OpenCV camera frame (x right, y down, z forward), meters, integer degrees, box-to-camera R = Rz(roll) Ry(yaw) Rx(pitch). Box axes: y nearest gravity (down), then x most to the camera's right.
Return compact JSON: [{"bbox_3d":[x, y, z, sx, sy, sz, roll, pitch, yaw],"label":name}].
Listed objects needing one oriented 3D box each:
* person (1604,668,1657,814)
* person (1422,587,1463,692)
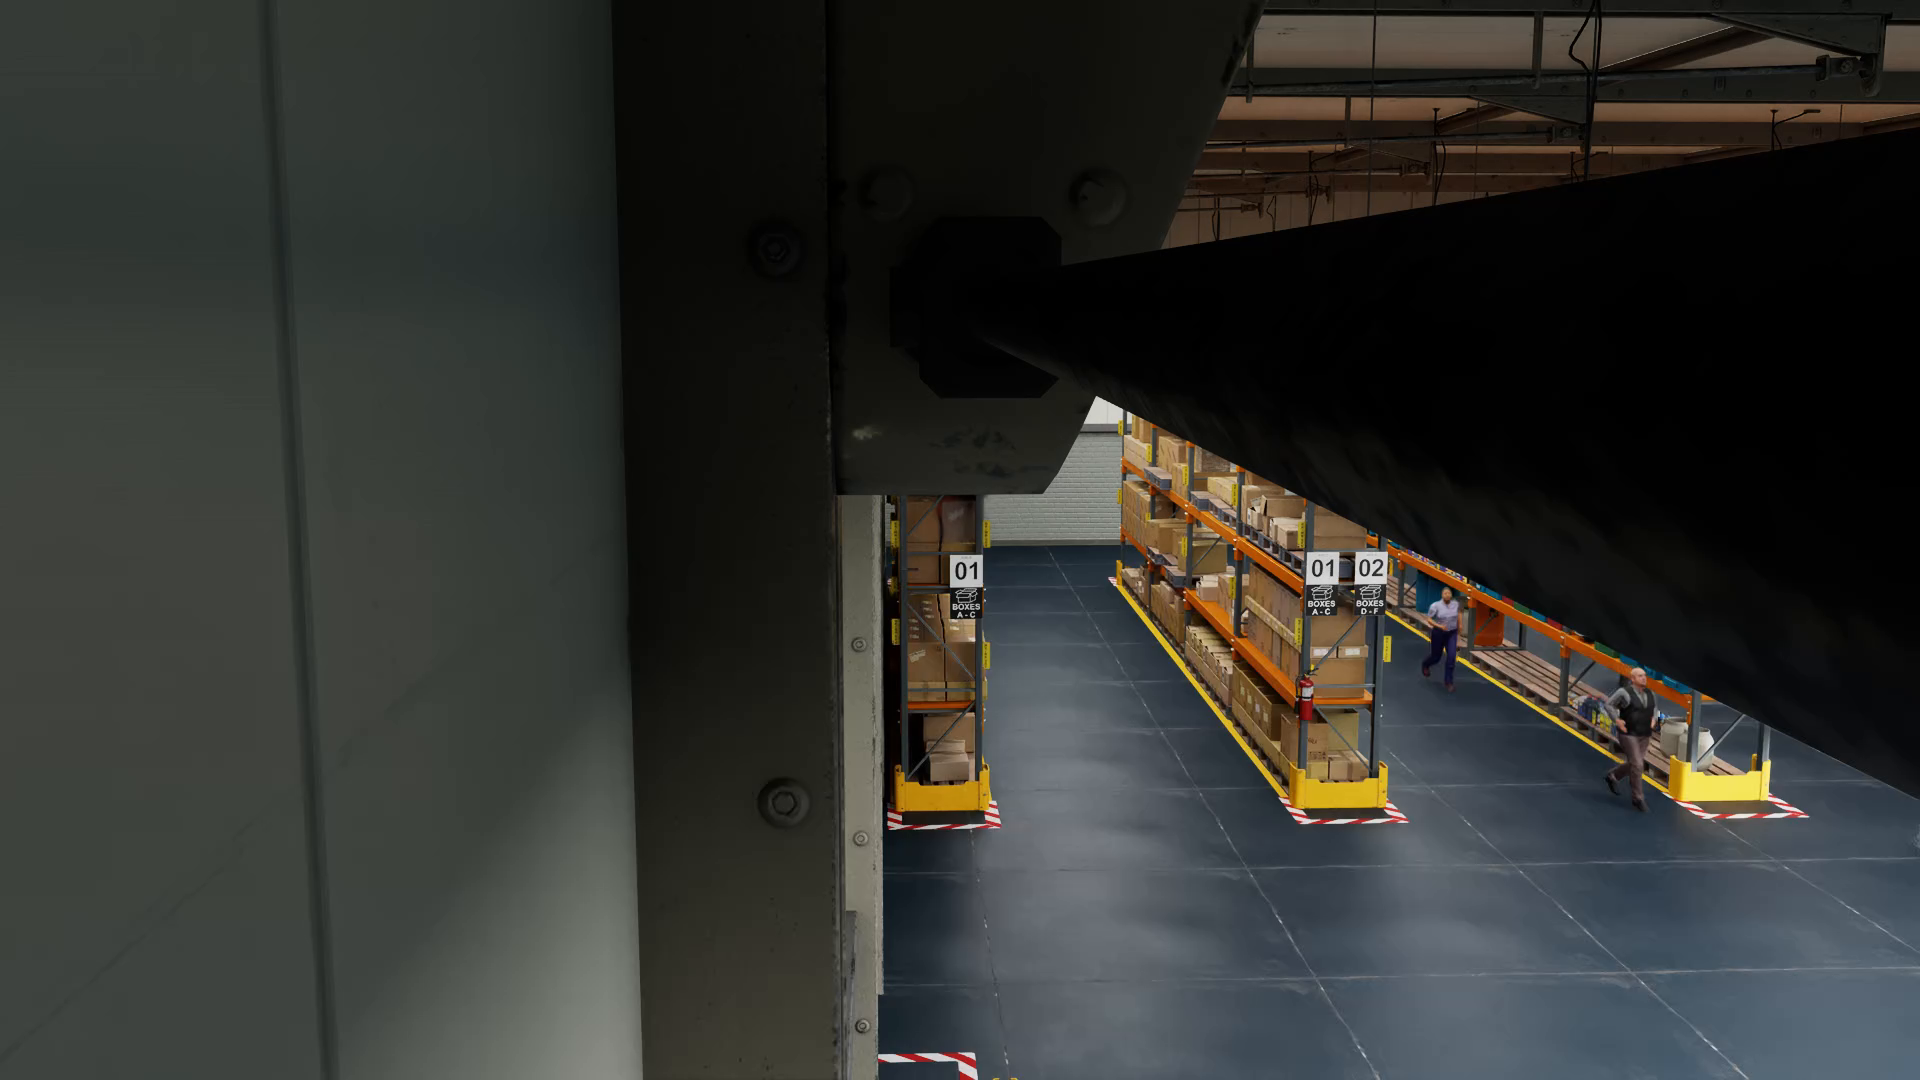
[{"bbox_3d":[8.395,2.453,20.702,0.700,1.756,0.843,-3,9,-18],"label":"person"},{"bbox_3d":[7.847,1.568,26.973,0.615,1.654,0.898,0,8,-3],"label":"person"}]
